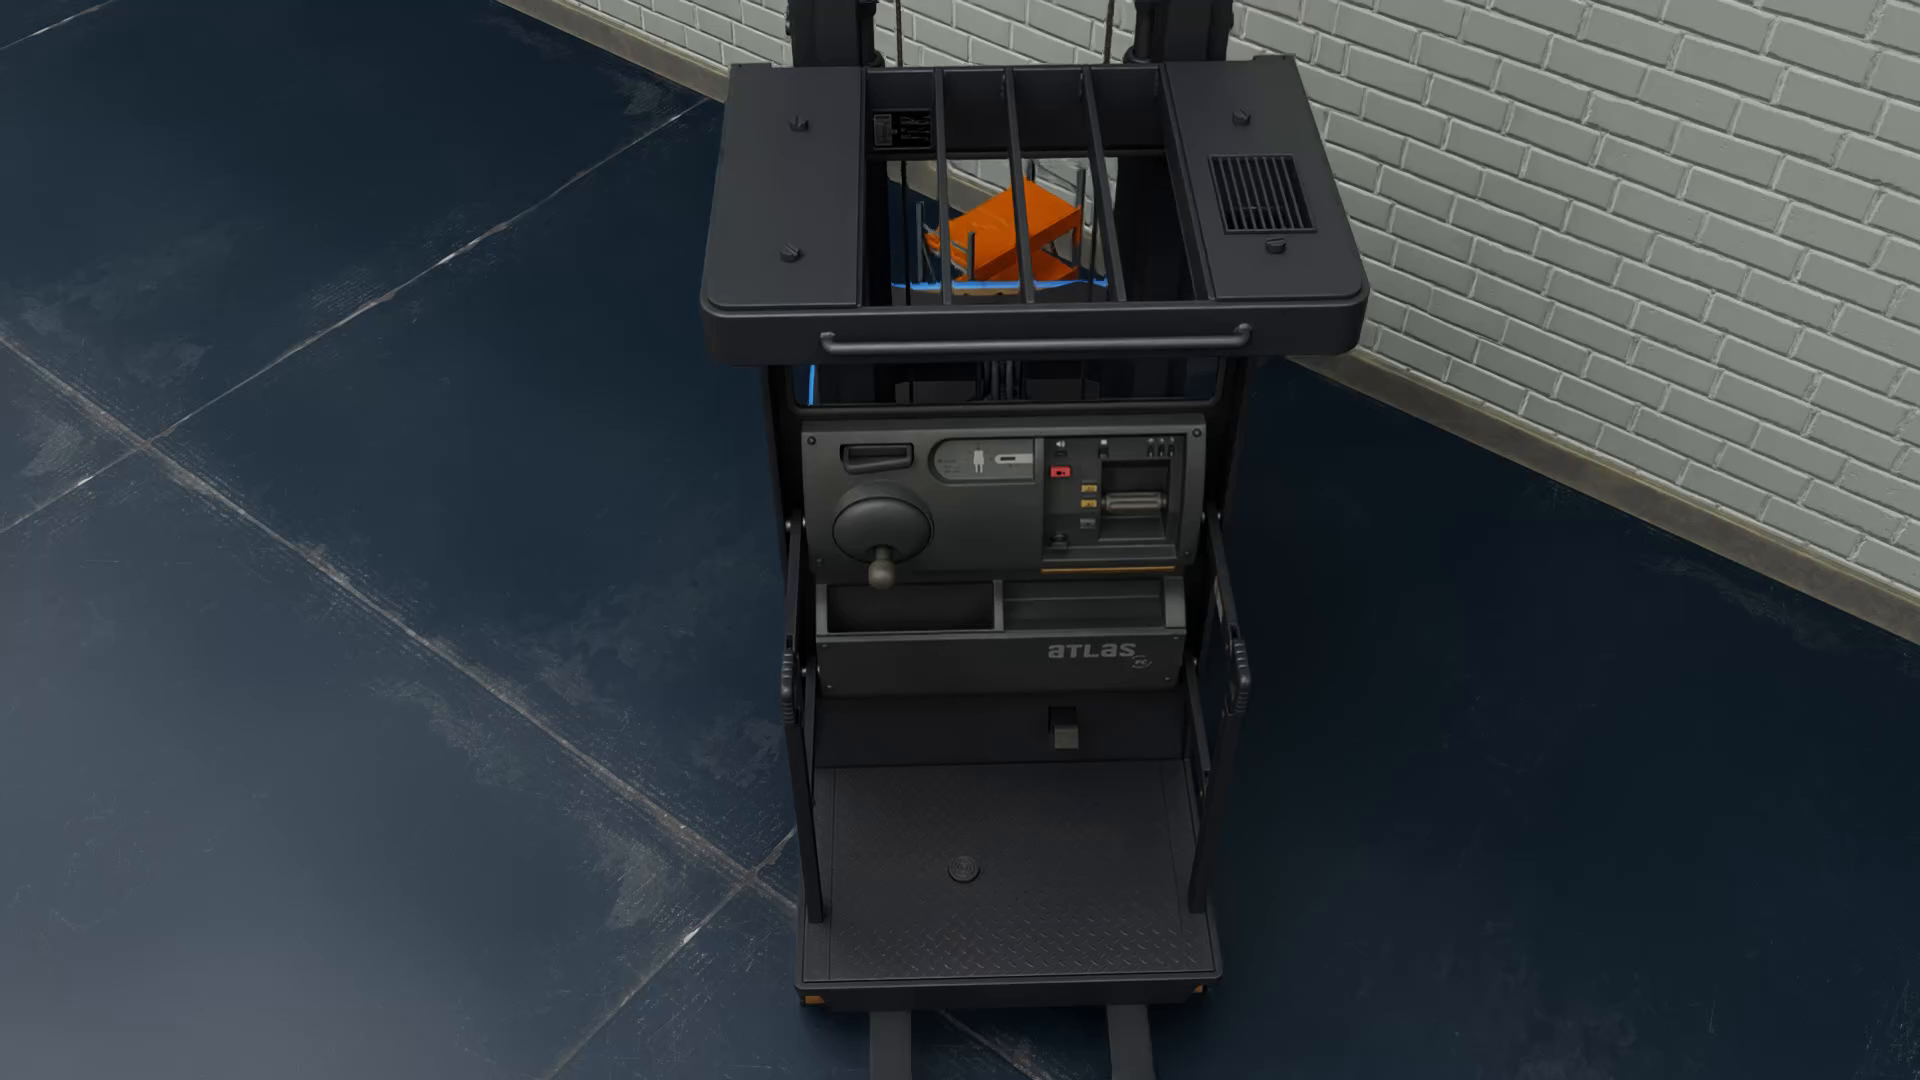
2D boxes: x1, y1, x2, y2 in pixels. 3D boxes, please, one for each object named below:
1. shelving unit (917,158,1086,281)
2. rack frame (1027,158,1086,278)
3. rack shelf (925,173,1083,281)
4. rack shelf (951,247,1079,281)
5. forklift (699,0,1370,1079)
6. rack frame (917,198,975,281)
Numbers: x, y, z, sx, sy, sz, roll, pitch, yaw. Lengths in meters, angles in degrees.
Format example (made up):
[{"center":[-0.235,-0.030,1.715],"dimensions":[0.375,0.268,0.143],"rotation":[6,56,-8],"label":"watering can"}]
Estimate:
[{"center":[0.132,-0.690,5.580],"dimensions":[0.503,1.200,0.258],"rotation":[-35,55,-29],"label":"shelving unit"},{"center":[0.307,-0.813,5.697],"dimensions":[0.015,1.200,0.240],"rotation":[-35,55,-29],"label":"rack frame"},{"center":[0.132,-0.962,5.296],"dimensions":[0.480,0.148,0.258],"rotation":[-35,55,-29],"label":"rack shelf"},{"center":[0.132,-0.799,5.467],"dimensions":[0.480,0.148,0.258],"rotation":[-35,55,-29],"label":"rack shelf"},{"center":[0.111,0.007,3.716],"dimensions":[1.130,2.935,3.031],"rotation":[-1,46,-1],"label":"forklift"},{"center":[-0.044,-0.568,5.463],"dimensions":[0.015,1.200,0.240],"rotation":[-35,55,-29],"label":"rack frame"}]
